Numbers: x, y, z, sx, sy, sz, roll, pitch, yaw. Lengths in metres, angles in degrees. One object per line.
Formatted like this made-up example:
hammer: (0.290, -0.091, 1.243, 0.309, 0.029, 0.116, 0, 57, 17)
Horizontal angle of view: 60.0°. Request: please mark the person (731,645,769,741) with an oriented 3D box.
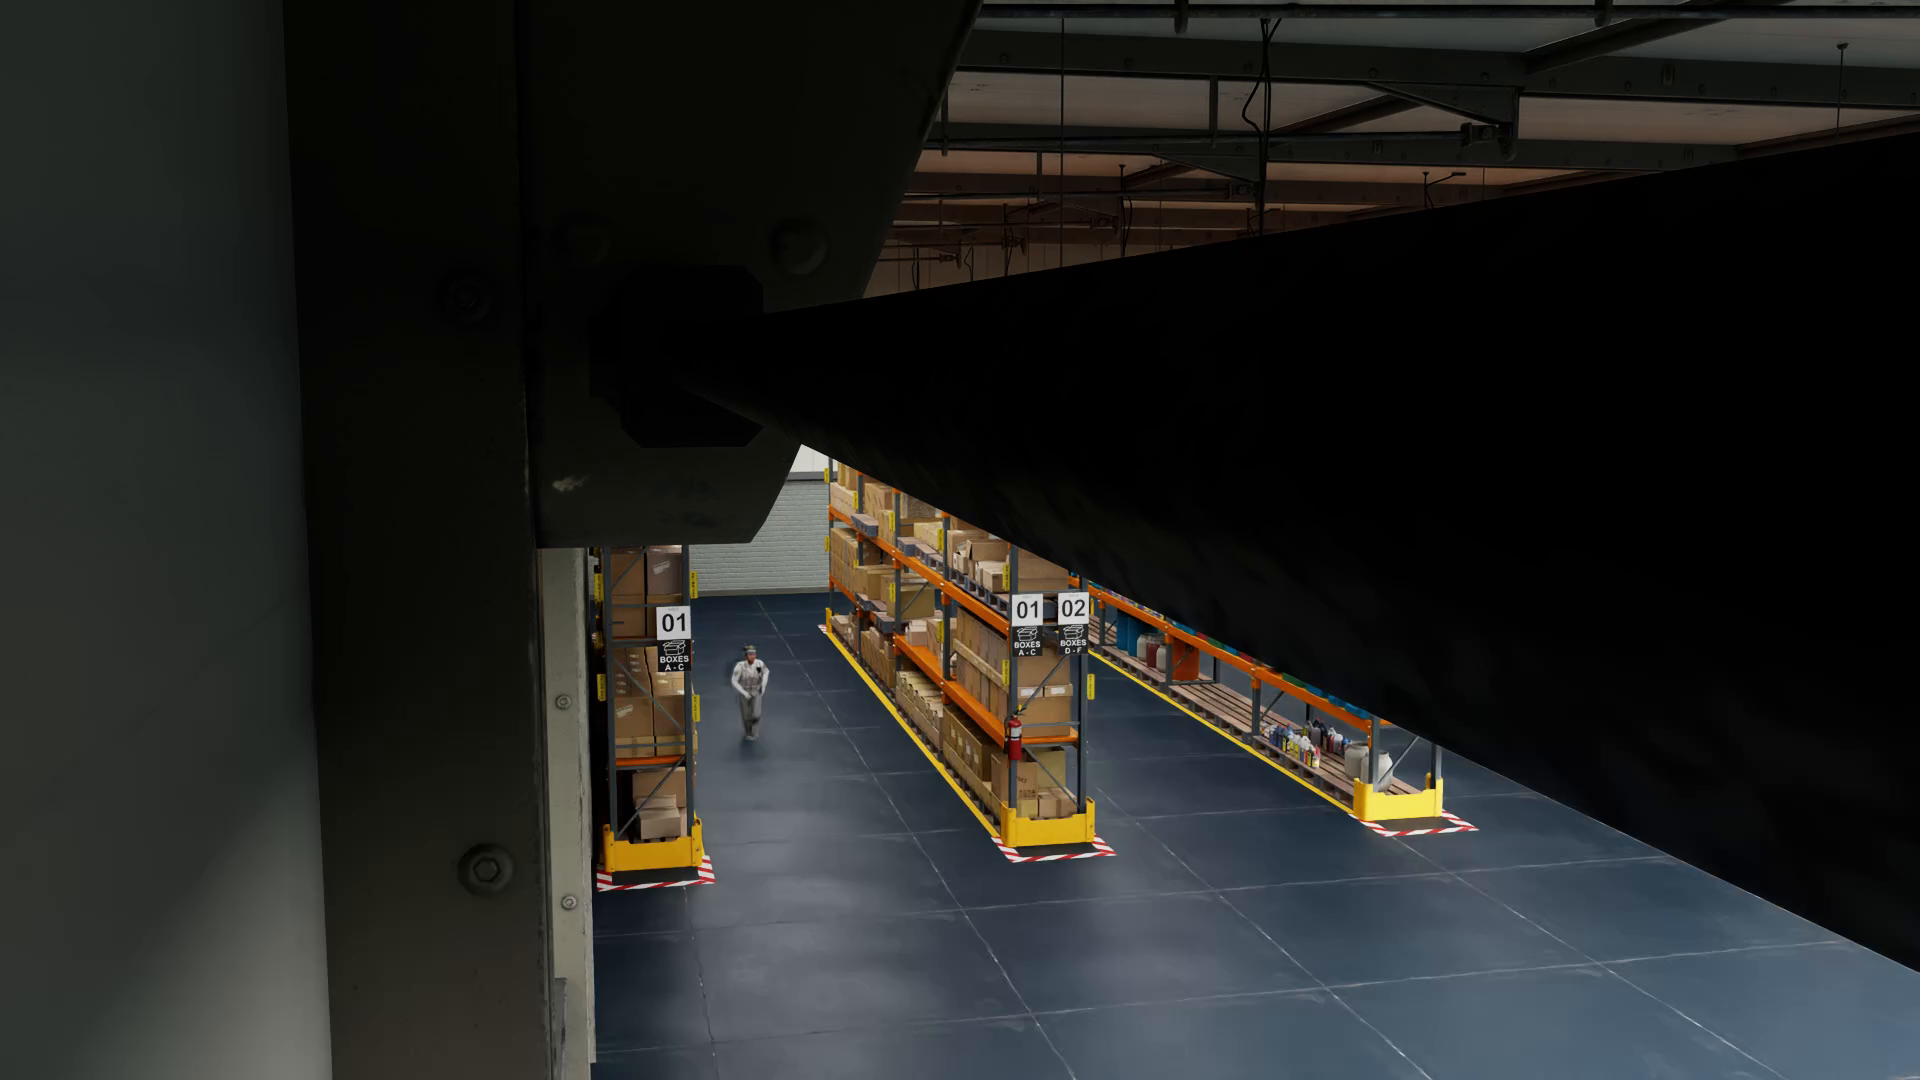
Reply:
person: (-3.318, 2.421, 26.310, 0.608, 1.597, 0.664, -1, 7, -10)
